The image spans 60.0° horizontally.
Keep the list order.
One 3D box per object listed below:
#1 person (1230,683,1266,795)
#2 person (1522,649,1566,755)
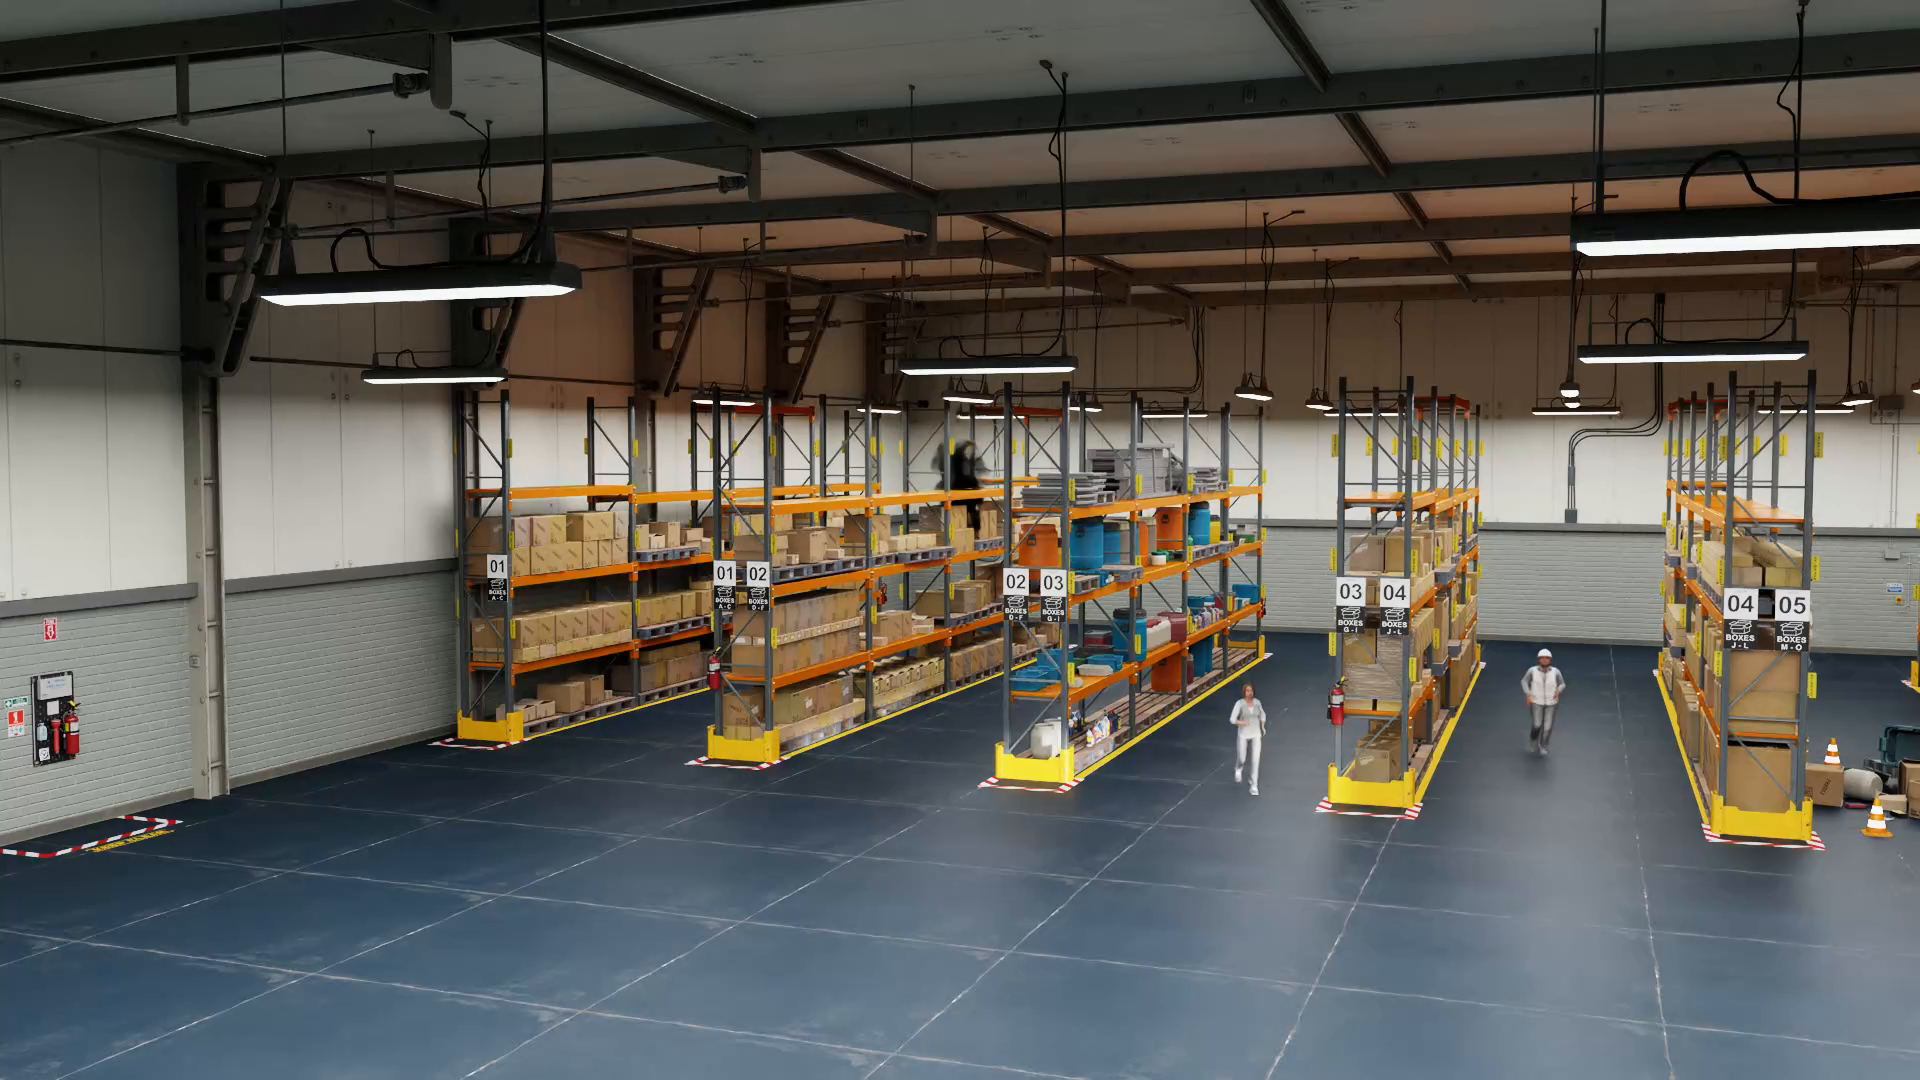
[{"bbox_3d":[4.206,2.874,24.240,0.552,1.575,0.819,0,3,-2],"label":"person"},{"bbox_3d":[9.471,2.642,26.953,0.664,1.741,0.626,1,3,12],"label":"person"}]
